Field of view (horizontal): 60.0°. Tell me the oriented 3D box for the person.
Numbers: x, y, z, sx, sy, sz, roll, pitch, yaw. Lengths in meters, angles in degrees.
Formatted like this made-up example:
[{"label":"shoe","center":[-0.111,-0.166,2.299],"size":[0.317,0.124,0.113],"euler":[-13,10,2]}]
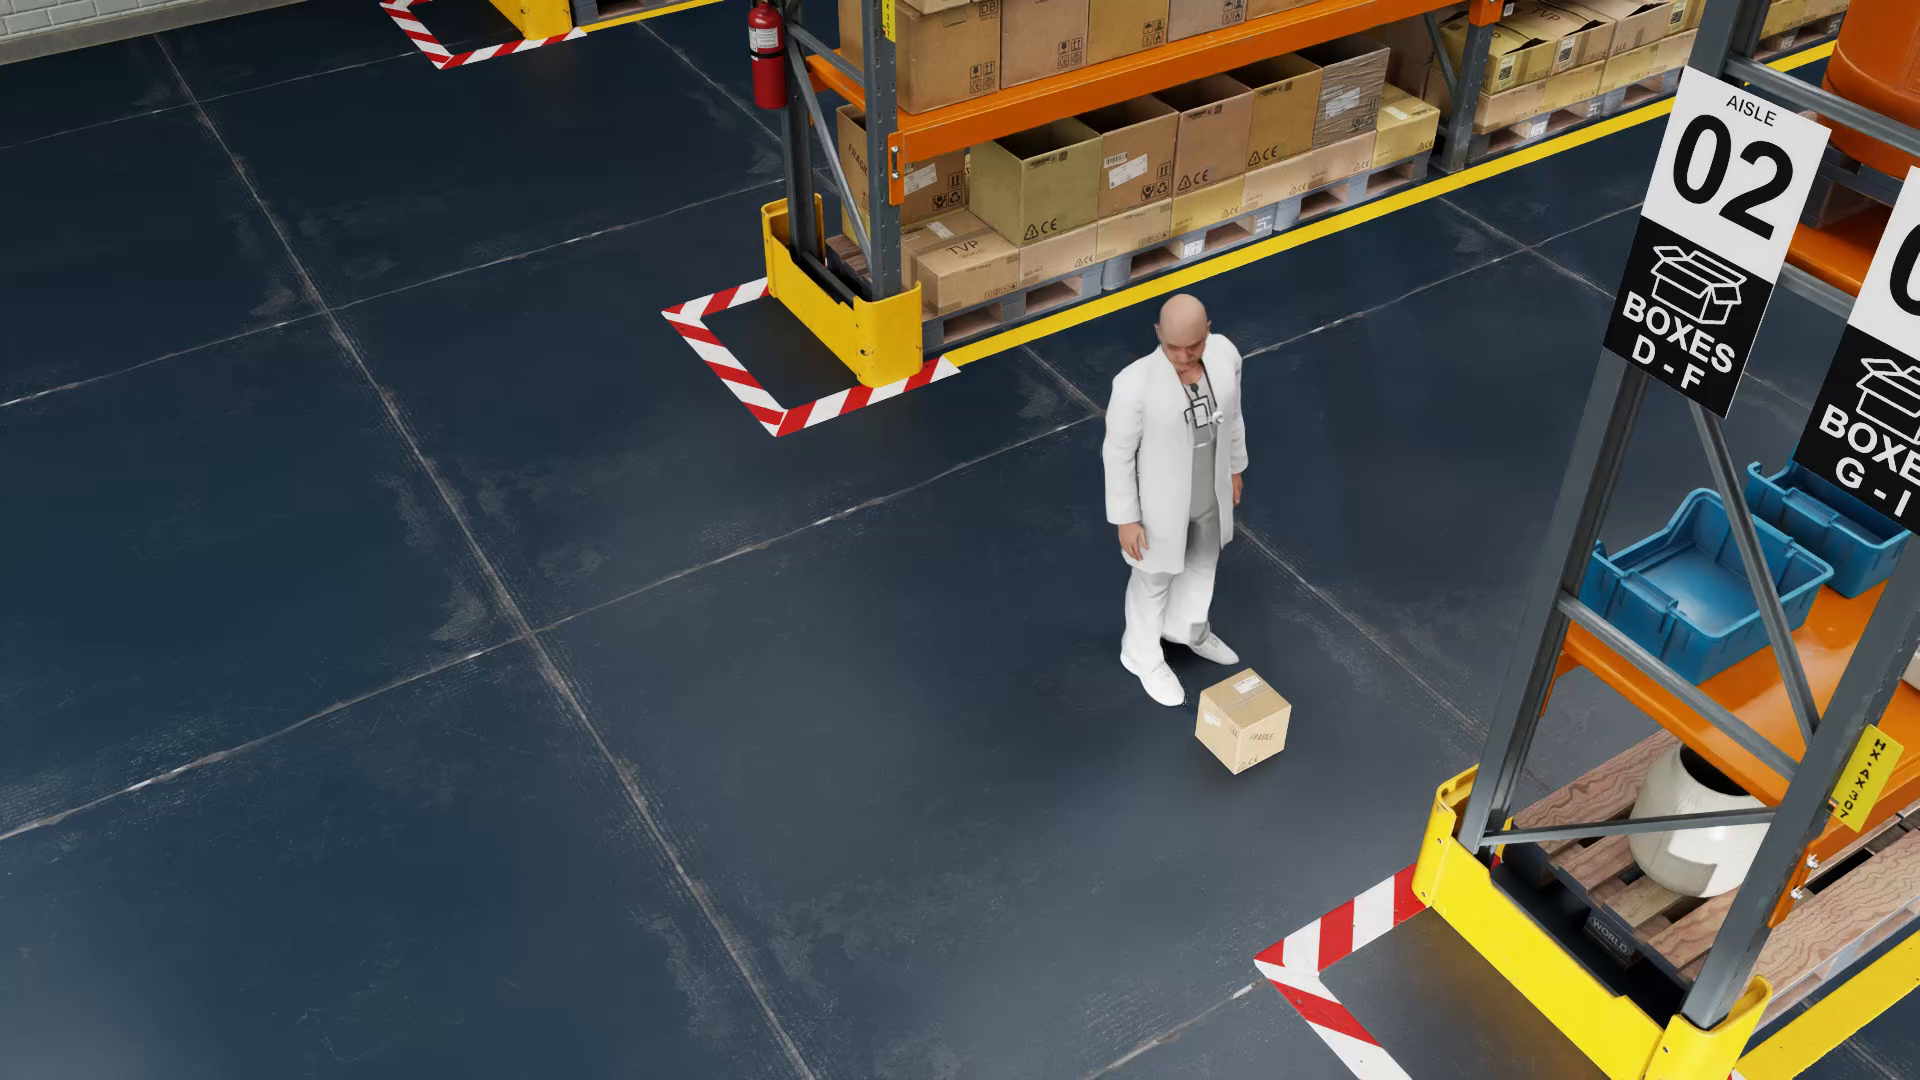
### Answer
[{"label":"person","center":[0.850,-0.129,6.330],"size":[0.638,1.818,0.417],"euler":[-21,45,-23]}]
